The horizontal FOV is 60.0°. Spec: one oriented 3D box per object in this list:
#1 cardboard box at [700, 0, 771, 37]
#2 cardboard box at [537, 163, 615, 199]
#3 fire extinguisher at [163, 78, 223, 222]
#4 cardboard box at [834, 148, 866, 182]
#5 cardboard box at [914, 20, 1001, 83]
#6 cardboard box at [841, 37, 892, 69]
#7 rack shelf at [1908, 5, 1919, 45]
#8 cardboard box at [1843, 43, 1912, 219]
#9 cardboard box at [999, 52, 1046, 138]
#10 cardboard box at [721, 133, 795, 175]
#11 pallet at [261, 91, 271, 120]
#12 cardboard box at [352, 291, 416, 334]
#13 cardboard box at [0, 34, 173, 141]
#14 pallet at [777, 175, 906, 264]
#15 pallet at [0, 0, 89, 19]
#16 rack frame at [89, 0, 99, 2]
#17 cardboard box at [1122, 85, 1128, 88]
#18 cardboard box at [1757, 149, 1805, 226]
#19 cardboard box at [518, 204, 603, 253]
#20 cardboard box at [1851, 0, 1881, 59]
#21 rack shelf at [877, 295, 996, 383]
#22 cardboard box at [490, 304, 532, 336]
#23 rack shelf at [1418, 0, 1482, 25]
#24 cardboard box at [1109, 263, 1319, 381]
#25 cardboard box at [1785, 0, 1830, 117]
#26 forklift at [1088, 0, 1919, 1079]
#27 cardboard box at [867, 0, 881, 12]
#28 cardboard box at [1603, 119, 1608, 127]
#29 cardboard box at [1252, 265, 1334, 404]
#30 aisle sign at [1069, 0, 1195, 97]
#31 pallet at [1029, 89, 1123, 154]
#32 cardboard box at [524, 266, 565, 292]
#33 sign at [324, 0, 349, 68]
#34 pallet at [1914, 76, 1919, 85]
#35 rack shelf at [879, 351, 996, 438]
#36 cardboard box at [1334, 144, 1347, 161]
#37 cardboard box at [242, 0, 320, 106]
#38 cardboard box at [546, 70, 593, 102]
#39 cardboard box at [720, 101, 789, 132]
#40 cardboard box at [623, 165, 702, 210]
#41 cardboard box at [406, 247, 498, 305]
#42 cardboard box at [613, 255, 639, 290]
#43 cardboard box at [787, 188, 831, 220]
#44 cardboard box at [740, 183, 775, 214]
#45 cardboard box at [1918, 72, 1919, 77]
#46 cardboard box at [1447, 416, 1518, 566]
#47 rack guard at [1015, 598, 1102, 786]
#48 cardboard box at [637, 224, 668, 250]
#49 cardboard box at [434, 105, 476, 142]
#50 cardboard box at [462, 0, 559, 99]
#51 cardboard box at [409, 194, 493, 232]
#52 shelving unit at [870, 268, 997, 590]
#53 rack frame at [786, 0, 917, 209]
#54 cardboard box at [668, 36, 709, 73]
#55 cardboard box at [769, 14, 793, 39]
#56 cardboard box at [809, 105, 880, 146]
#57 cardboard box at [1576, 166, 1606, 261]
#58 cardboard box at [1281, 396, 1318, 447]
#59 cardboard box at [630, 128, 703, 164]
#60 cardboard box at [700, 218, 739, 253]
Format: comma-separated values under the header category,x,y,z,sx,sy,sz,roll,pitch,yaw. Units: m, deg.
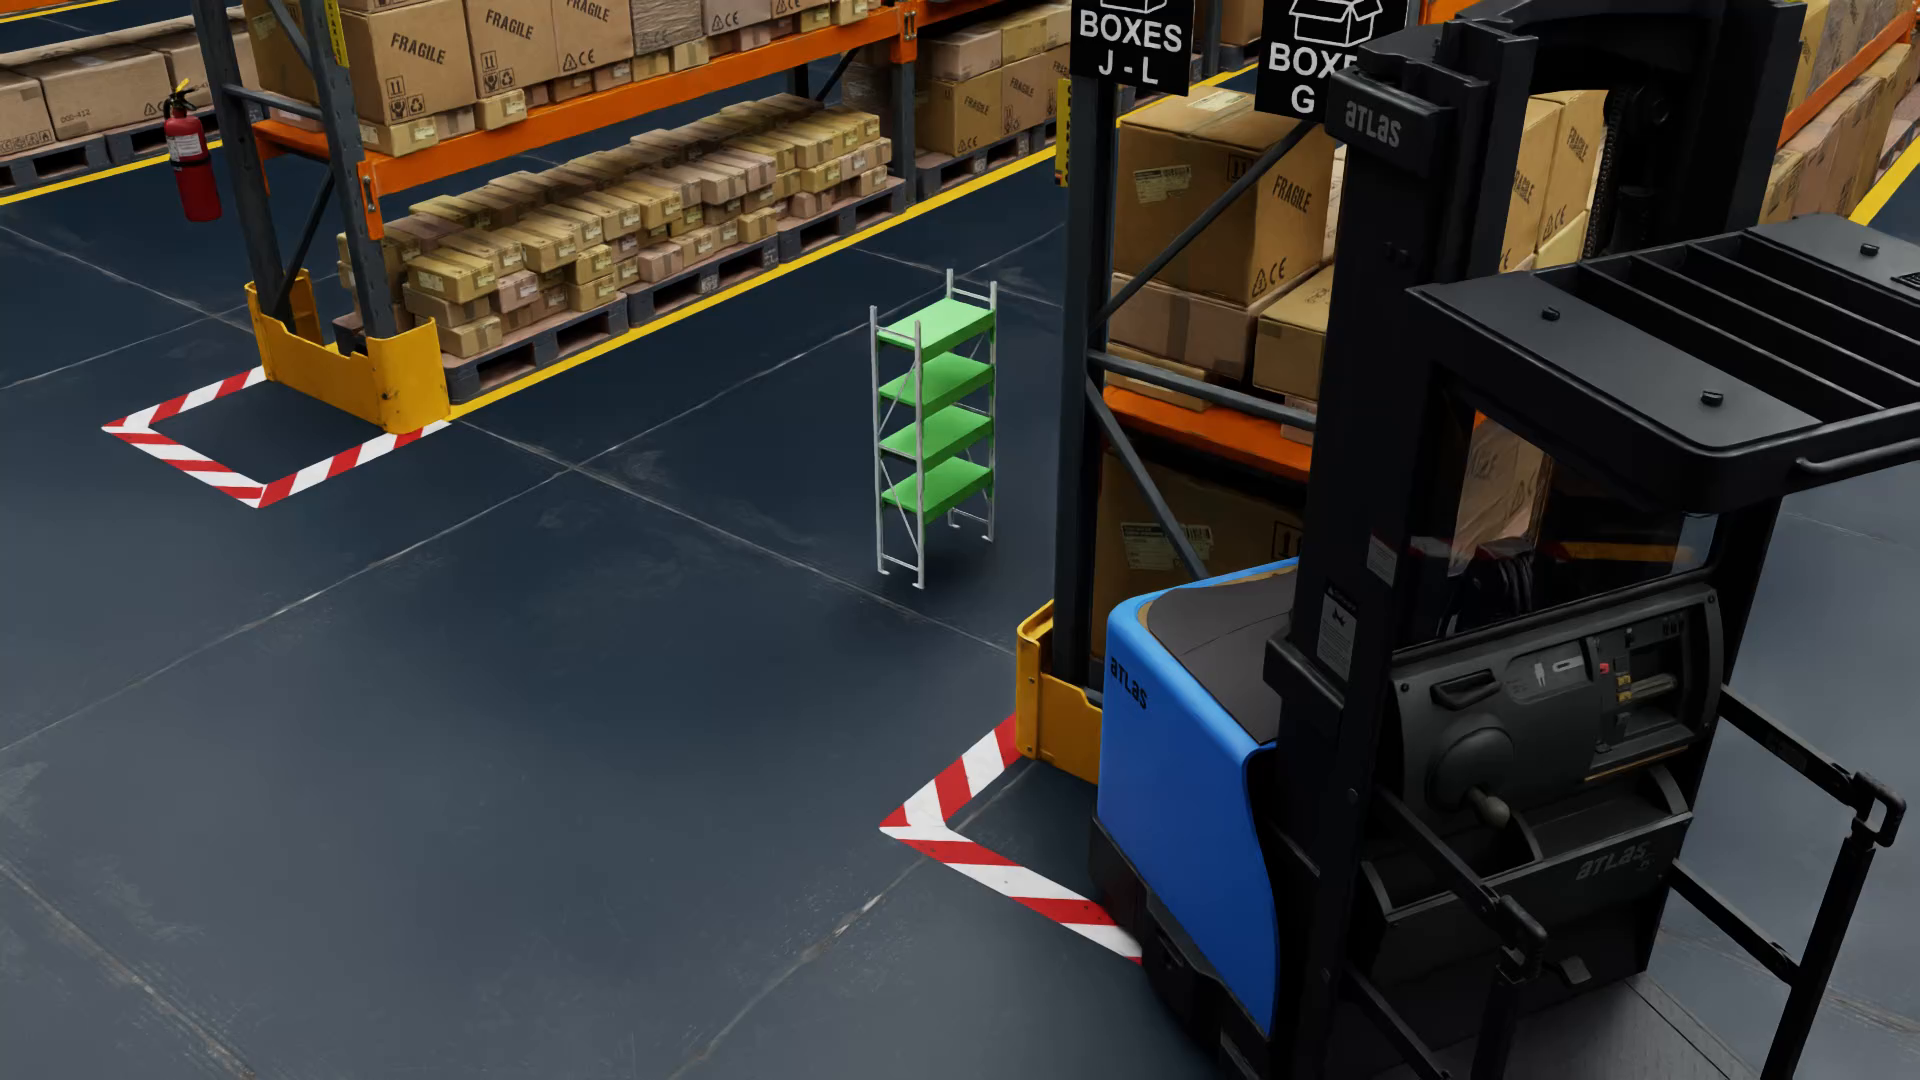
category,x,y,z,sx,sy,sz,roll,pitch,yaw
cardboard box,-1.405,-3.110,9.166,0.500,0.500,0.500,21,37,31
cardboard box,-2.195,-2.027,9.528,0.380,0.149,0.250,20,36,30
fire extinguisher,-3.658,-1.855,7.880,0.296,0.674,0.183,21,37,31
cardboard box,-0.813,-2.378,10.413,0.380,0.149,0.250,19,36,29
cardboard box,-0.066,-3.282,11.151,0.500,0.250,0.500,19,36,29
cardboard box,-0.475,-3.444,11.423,0.500,0.250,0.500,20,36,30
rack shelf,6.792,-4.197,12.096,1.077,0.370,4.000,21,37,31
cardboard box,5.152,-2.686,10.513,1.225,0.875,0.875,19,36,29
cardboard box,0.253,-3.175,11.705,0.500,0.500,0.500,23,38,33
cardboard box,-1.216,-2.320,10.023,0.380,0.149,0.250,22,37,33
pallet,-5.252,-3.633,13.173,1.003,0.211,1.213,21,37,31
cardboard box,-2.986,-1.242,8.788,0.380,0.149,0.250,22,37,32
cardboard box,-6.281,-3.244,11.883,0.875,0.438,0.875,22,37,33
pallet,-1.100,-2.152,10.674,1.003,0.211,1.213,21,37,31
pallet,-9.105,-5.165,15.759,1.003,0.211,1.213,21,37,31
rack frame,-8.690,-6.644,15.518,1.000,3.000,0.127,21,37,31
cardboard box,1.186,-3.809,12.774,0.500,0.500,0.500,23,38,33
cardboard box,3.541,-1.601,8.681,1.225,0.875,0.875,21,37,31
cardboard box,-2.142,-1.666,8.921,0.380,0.149,0.250,19,36,29
cardboard box,4.868,-3.047,9.351,0.500,0.500,0.500,20,36,30
rack shelf,-0.100,-0.807,6.618,0.258,0.148,0.480,21,37,31
cardboard box,-2.473,-1.210,8.734,0.380,0.149,0.250,21,37,31
rack shelf,1.963,-2.236,5.844,1.077,0.370,4.000,21,37,31
cardboard box,0.837,-0.784,5.486,0.500,0.250,0.500,20,36,31
cardboard box,3.950,-2.425,8.302,0.500,0.500,0.500,21,37,31
forklift,1.470,0.432,3.647,1.130,2.935,3.031,-13,33,-20
cardboard box,-0.709,-3.339,10.189,0.380,0.149,0.250,21,36,31
cardboard box,2.800,-1.982,6.773,0.500,0.500,0.500,22,37,32
cardboard box,1.261,-0.617,5.205,0.500,0.250,0.500,20,36,30
aisle sign,0.473,-1.623,4.497,0.394,0.787,0.004,21,37,31
pallet,0.482,-3.251,12.528,1.003,0.211,1.213,21,37,31
cardboard box,-2.329,-1.446,8.841,0.380,0.149,0.250,22,37,32
sign,-2.705,-2.215,7.196,0.100,0.325,0.005,21,37,31
pallet,7.531,-3.803,13.460,1.003,0.211,1.213,21,37,31
rack shelf,-0.100,-0.600,6.741,0.258,0.148,0.480,21,37,31
cardboard box,1.762,-1.410,6.542,0.500,0.250,0.500,21,37,31
cardboard box,-3.071,-2.442,8.039,0.500,0.500,0.500,22,37,32
cardboard box,-2.124,-2.392,8.590,0.380,0.149,0.250,21,36,31
cardboard box,-1.310,-2.676,10.623,0.380,0.149,0.250,23,38,34
cardboard box,-1.696,-2.001,9.485,0.380,0.149,0.250,21,37,31
cardboard box,-2.550,-1.328,8.350,0.380,0.149,0.250,19,36,29
cardboard box,-2.009,-1.516,9.250,0.380,0.149,0.250,21,37,31
cardboard box,-1.020,-2.118,10.266,0.380,0.149,0.250,20,36,30
cardboard box,-1.329,-2.082,9.914,0.380,0.149,0.250,22,37,32
cardboard box,7.309,-4.002,13.082,0.700,0.500,0.500,21,36,31
cardboard box,1.628,-0.363,6.593,0.875,0.875,0.875,21,37,31
rack guard,0.741,0.643,5.674,1.175,0.500,0.348,21,37,31
cardboard box,-1.873,-1.777,9.399,0.380,0.149,0.250,23,38,34
cardboard box,-2.560,-2.048,8.011,0.380,0.149,0.250,23,37,33
cardboard box,-2.343,-2.503,8.142,0.500,0.500,0.500,21,37,31
cardboard box,-2.768,-1.742,9.047,0.380,0.149,0.250,20,36,30
shelving unit,-0.100,-0.449,6.831,0.258,1.200,0.503,21,37,31
rack frame,-0.723,-3.635,10.442,1.000,3.000,0.127,21,37,31
cardboard box,-1.595,-2.682,9.079,0.380,0.149,0.250,22,37,32
cardboard box,-1.197,-3.027,9.662,0.380,0.149,0.250,20,36,30
cardboard box,-0.730,-2.621,10.531,0.380,0.149,0.250,22,37,33
cardboard box,2.186,-1.248,6.268,0.500,0.250,0.500,20,36,30
cardboard box,1.233,-0.377,5.190,0.380,0.149,0.250,22,37,32
cardboard box,-1.781,-2.366,10.101,0.380,0.149,0.250,22,37,32
cardboard box,-1.524,-1.819,9.762,0.380,0.149,0.250,22,37,32
